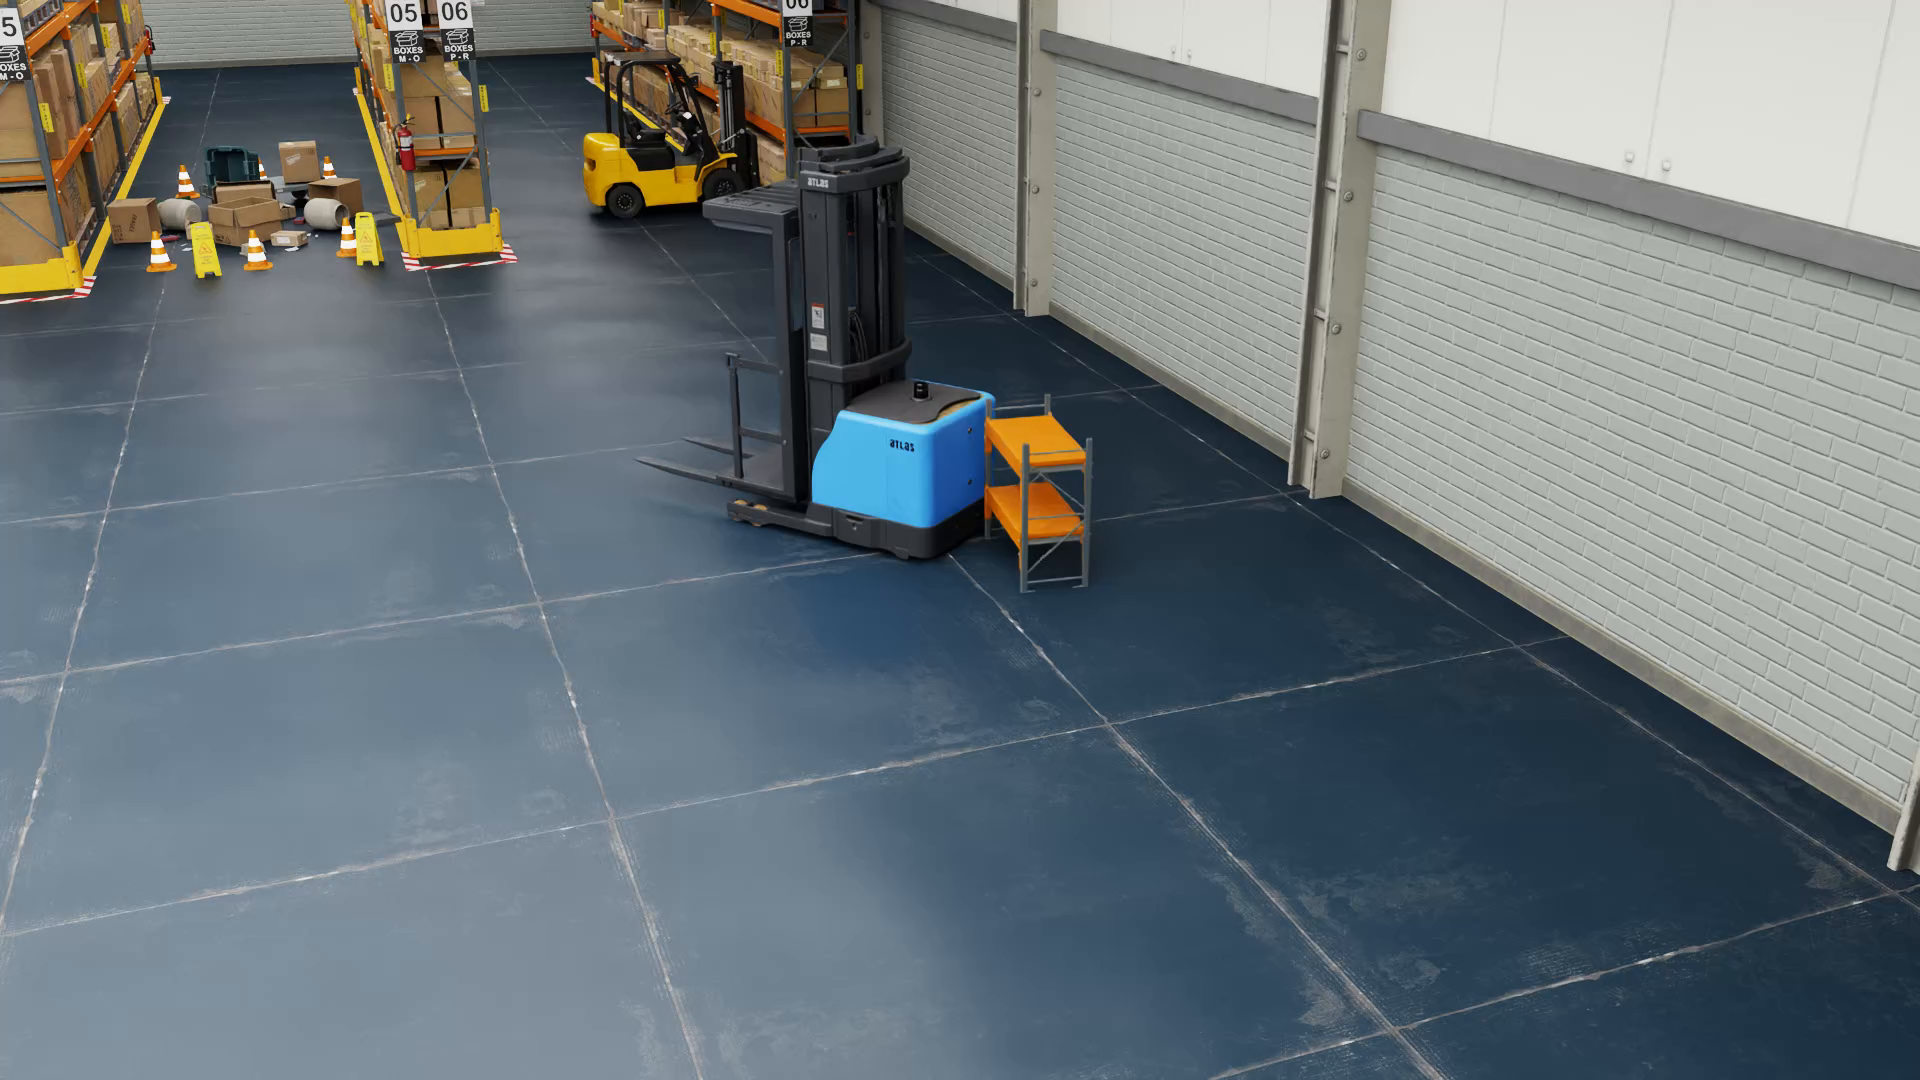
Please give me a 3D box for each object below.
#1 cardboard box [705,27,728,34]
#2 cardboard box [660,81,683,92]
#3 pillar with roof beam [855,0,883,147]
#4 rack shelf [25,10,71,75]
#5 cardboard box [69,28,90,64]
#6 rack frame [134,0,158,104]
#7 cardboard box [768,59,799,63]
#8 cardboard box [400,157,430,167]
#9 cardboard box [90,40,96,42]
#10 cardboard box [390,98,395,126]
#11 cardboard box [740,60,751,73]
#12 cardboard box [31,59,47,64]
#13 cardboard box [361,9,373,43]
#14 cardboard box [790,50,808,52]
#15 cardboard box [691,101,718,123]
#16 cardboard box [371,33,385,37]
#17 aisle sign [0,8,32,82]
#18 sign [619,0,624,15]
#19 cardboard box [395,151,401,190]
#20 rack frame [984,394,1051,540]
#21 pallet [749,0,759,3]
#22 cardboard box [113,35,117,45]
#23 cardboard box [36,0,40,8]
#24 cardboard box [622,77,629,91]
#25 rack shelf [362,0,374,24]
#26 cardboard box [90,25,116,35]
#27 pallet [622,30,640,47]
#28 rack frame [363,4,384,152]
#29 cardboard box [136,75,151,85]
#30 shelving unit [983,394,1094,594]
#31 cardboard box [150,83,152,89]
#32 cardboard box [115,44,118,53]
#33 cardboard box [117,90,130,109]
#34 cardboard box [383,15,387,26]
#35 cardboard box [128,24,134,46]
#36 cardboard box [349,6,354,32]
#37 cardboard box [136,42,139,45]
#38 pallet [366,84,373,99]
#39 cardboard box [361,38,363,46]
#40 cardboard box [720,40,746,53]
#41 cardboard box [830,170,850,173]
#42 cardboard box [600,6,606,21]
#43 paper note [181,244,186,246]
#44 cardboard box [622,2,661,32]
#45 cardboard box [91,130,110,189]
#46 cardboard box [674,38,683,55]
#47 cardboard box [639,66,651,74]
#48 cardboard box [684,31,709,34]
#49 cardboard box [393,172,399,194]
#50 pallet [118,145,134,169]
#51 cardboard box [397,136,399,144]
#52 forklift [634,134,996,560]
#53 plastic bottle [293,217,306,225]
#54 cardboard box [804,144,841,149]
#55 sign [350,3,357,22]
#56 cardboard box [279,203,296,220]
[{"bbox_3d":[-4.183,-8.770,28.732,0.380,0.149,0.250,-8,24,-19],"label":"cardboard box"},{"bbox_3d":[-5.256,-8.278,30.371,0.380,0.149,0.250,-10,25,-22],"label":"cardboard box"},{"bbox_3d":[-5.323,-8.342,20.955,9.100,9.000,0.400,-8,24,-19],"label":"pillar with roof beam"},{"bbox_3d":[-11.837,-6.170,20.592,1.077,0.370,4.000,-8,24,-19],"label":"rack shelf"},{"bbox_3d":[-13.627,-7.458,25.167,0.700,0.500,0.500,-9,24,-20],"label":"cardboard box"},{"bbox_3d":[-16.783,-10.206,33.104,1.000,3.000,0.127,-8,24,-19],"label":"rack frame"},{"bbox_3d":[-2.469,-6.652,23.323,0.380,0.149,0.250,-8,24,-19],"label":"cardboard box"},{"bbox_3d":[-7.255,-5.059,22.090,0.380,0.149,0.250,-8,24,-17],"label":"cardboard box"},{"bbox_3d":[-14.036,-7.943,26.751,0.380,0.149,0.250,-9,24,-20],"label":"cardboard box"},{"bbox_3d":[-7.157,-5.634,21.743,0.500,0.500,0.500,-8,24,-19],"label":"cardboard box"},{"bbox_3d":[-3.014,-6.969,24.457,0.380,0.149,0.250,-9,25,-21],"label":"cardboard box"},{"bbox_3d":[-11.885,-5.684,20.790,0.875,0.550,0.500,-8,24,-19],"label":"cardboard box"},{"bbox_3d":[-9.789,-8.674,28.052,0.500,0.500,0.500,-9,24,-20],"label":"cardboard box"},{"bbox_3d":[-2.428,-7.086,24.353,0.380,0.149,0.250,-8,24,-17],"label":"cardboard box"},{"bbox_3d":[-4.035,-7.088,28.221,0.875,0.625,0.625,-9,25,-21],"label":"cardboard box"},{"bbox_3d":[-7.836,-6.828,23.288,0.700,0.500,0.500,-8,24,-19],"label":"cardboard box"},{"bbox_3d":[-10.825,-5.606,18.842,0.394,0.787,0.004,-8,24,-19],"label":"aisle sign"},{"bbox_3d":[-6.637,-10.473,32.621,0.100,0.325,0.005,-8,24,-19],"label":"sign"},{"bbox_3d":[-7.611,-5.201,23.262,0.500,0.500,0.500,-7,24,-16],"label":"cardboard box"},{"bbox_3d":[0.434,-0.545,12.595,0.500,1.125,0.032,-5,23,-13],"label":"rack frame"},{"bbox_3d":[-2.553,-7.837,23.734,1.003,0.211,1.213,-8,24,-19],"label":"pallet"},{"bbox_3d":[-14.865,-8.664,28.844,0.380,0.149,0.250,-7,24,-17],"label":"cardboard box"},{"bbox_3d":[-11.397,-6.526,20.163,0.380,0.149,0.250,-9,24,-19],"label":"cardboard box"},{"bbox_3d":[-6.730,-9.377,34.115,0.396,0.266,0.258,-7,24,-17],"label":"cardboard box"},{"bbox_3d":[-8.655,-8.340,25.738,1.077,0.370,4.000,-8,24,-19],"label":"rack shelf"},{"bbox_3d":[-14.949,-8.888,28.993,0.380,0.149,0.250,-9,25,-21],"label":"cardboard box"},{"bbox_3d":[-5.952,-9.758,32.286,1.003,0.211,1.213,-8,24,-19],"label":"pallet"},{"bbox_3d":[-9.361,-8.016,27.905,1.000,3.000,0.127,-8,24,-19],"label":"rack frame"},{"bbox_3d":[-16.113,-9.027,32.669,0.380,0.149,0.250,-9,24,-20],"label":"cardboard box"},{"bbox_3d":[0.554,-0.353,12.140,0.538,1.125,1.048,-5,23,-13],"label":"shelving unit"},{"bbox_3d":[-16.329,-9.071,33.156,0.380,0.149,0.250,-9,24,-20],"label":"cardboard box"},{"bbox_3d":[-14.865,-8.529,28.905,0.380,0.149,0.250,-8,24,-19],"label":"cardboard box"},{"bbox_3d":[-14.501,-7.526,28.455,0.500,0.250,0.500,-9,25,-21],"label":"cardboard box"},{"bbox_3d":[-7.041,-6.552,20.895,0.380,0.149,0.250,-8,24,-19],"label":"cardboard box"},{"bbox_3d":[-15.490,-9.329,30.511,0.500,0.500,0.500,-8,24,-19],"label":"cardboard box"},{"bbox_3d":[-12.286,-10.755,34.275,0.500,0.500,0.500,-9,24,-19],"label":"cardboard box"},{"bbox_3d":[-16.070,-9.637,32.076,0.380,0.149,0.250,-9,25,-21],"label":"cardboard box"},{"bbox_3d":[-11.832,-9.357,34.680,1.003,0.211,1.213,-8,24,-19],"label":"pallet"},{"bbox_3d":[-10.338,-8.876,29.495,0.500,0.250,0.500,-9,25,-21],"label":"cardboard box"},{"bbox_3d":[-3.471,-7.570,25.502,0.380,0.149,0.250,-8,24,-18],"label":"cardboard box"},{"bbox_3d":[-1.865,-5.147,23.456,0.500,0.250,0.500,-8,24,-18],"label":"cardboard box"},{"bbox_3d":[-7.276,-11.104,35.043,0.500,0.250,0.500,-9,24,-20],"label":"cardboard box"},{"bbox_3d":[-10.265,-3.906,22.005,0.032,0.001,0.123,4,23,9],"label":"paper note"},{"bbox_3d":[-6.170,-10.184,32.382,0.700,0.500,0.500,-8,24,-18],"label":"cardboard box"},{"bbox_3d":[-13.184,-5.567,24.453,1.050,0.750,0.750,-8,24,-19],"label":"cardboard box"},{"bbox_3d":[-4.615,-8.482,28.562,0.500,0.250,0.500,-8,24,-17],"label":"cardboard box"},{"bbox_3d":[-6.084,-9.235,32.641,0.380,0.149,0.250,-9,24,-20],"label":"cardboard box"},{"bbox_3d":[-4.451,-8.520,28.137,0.380,0.149,0.250,-8,24,-18],"label":"cardboard box"},{"bbox_3d":[-7.992,-5.237,24.313,0.500,0.250,0.500,-10,25,-21],"label":"cardboard box"},{"bbox_3d":[-14.231,-6.299,27.423,1.003,0.211,1.213,-8,24,-19],"label":"pallet"},{"bbox_3d":[-7.061,-5.176,21.493,0.380,0.149,0.250,-9,24,-20],"label":"cardboard box"},{"bbox_3d":[-1.238,-1.617,12.812,3.031,2.935,1.130,14,26,29],"label":"forklift"},{"bbox_3d":[-9.247,-4.482,23.305,0.133,0.061,0.283,-4,23,-10],"label":"plastic bottle"},{"bbox_3d":[-1.886,-5.379,23.362,0.500,0.250,0.500,-9,24,-20],"label":"cardboard box"},{"bbox_3d":[-11.293,-9.828,30.988,0.100,0.325,0.005,-8,24,-19],"label":"sign"},{"bbox_3d":[-9.668,-4.712,23.587,0.396,0.266,0.258,12,26,27],"label":"cardboard box"}]
